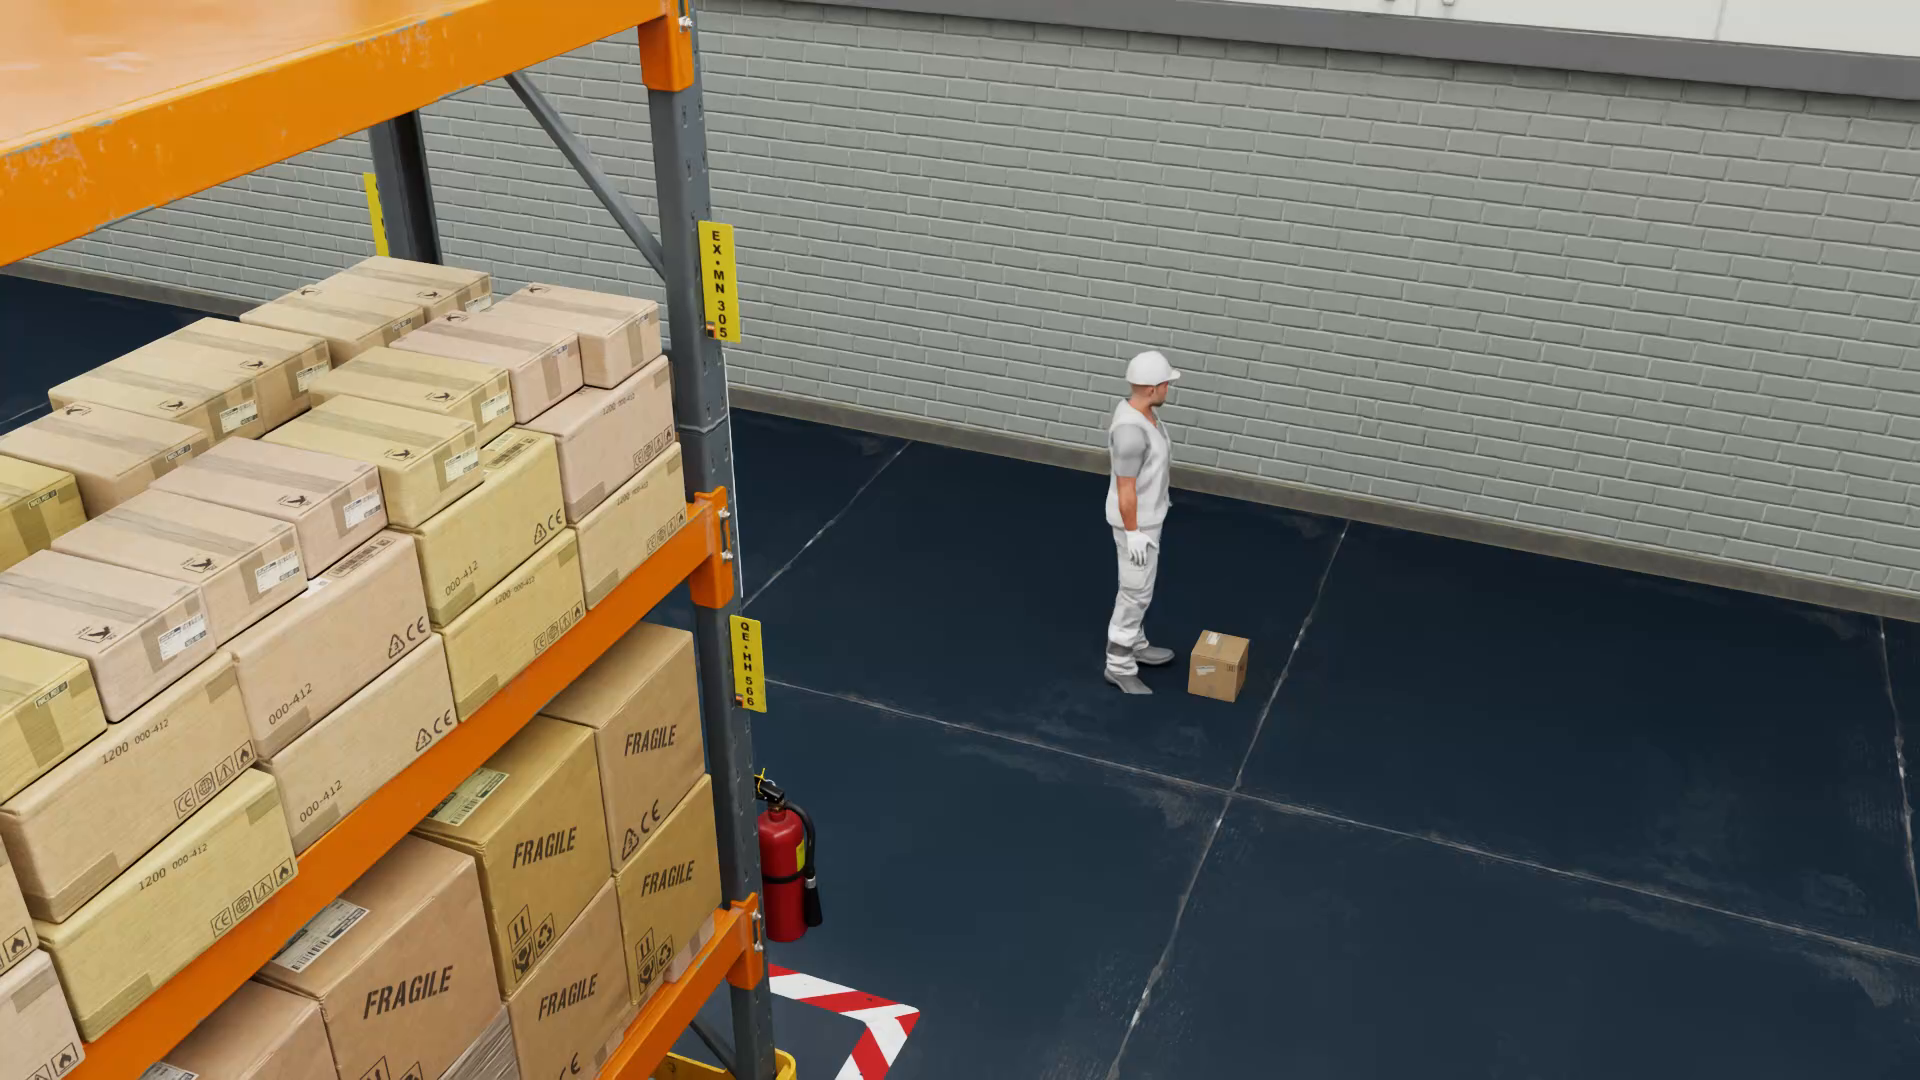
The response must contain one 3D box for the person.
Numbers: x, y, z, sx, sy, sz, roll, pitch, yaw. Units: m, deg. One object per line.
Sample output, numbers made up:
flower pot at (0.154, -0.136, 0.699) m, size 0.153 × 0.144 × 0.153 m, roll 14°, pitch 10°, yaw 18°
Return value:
person at (0.951, -0.091, 8.564) m, size 0.401 × 1.849 × 0.630 m, roll 7°, pitch 30°, yaw 13°
